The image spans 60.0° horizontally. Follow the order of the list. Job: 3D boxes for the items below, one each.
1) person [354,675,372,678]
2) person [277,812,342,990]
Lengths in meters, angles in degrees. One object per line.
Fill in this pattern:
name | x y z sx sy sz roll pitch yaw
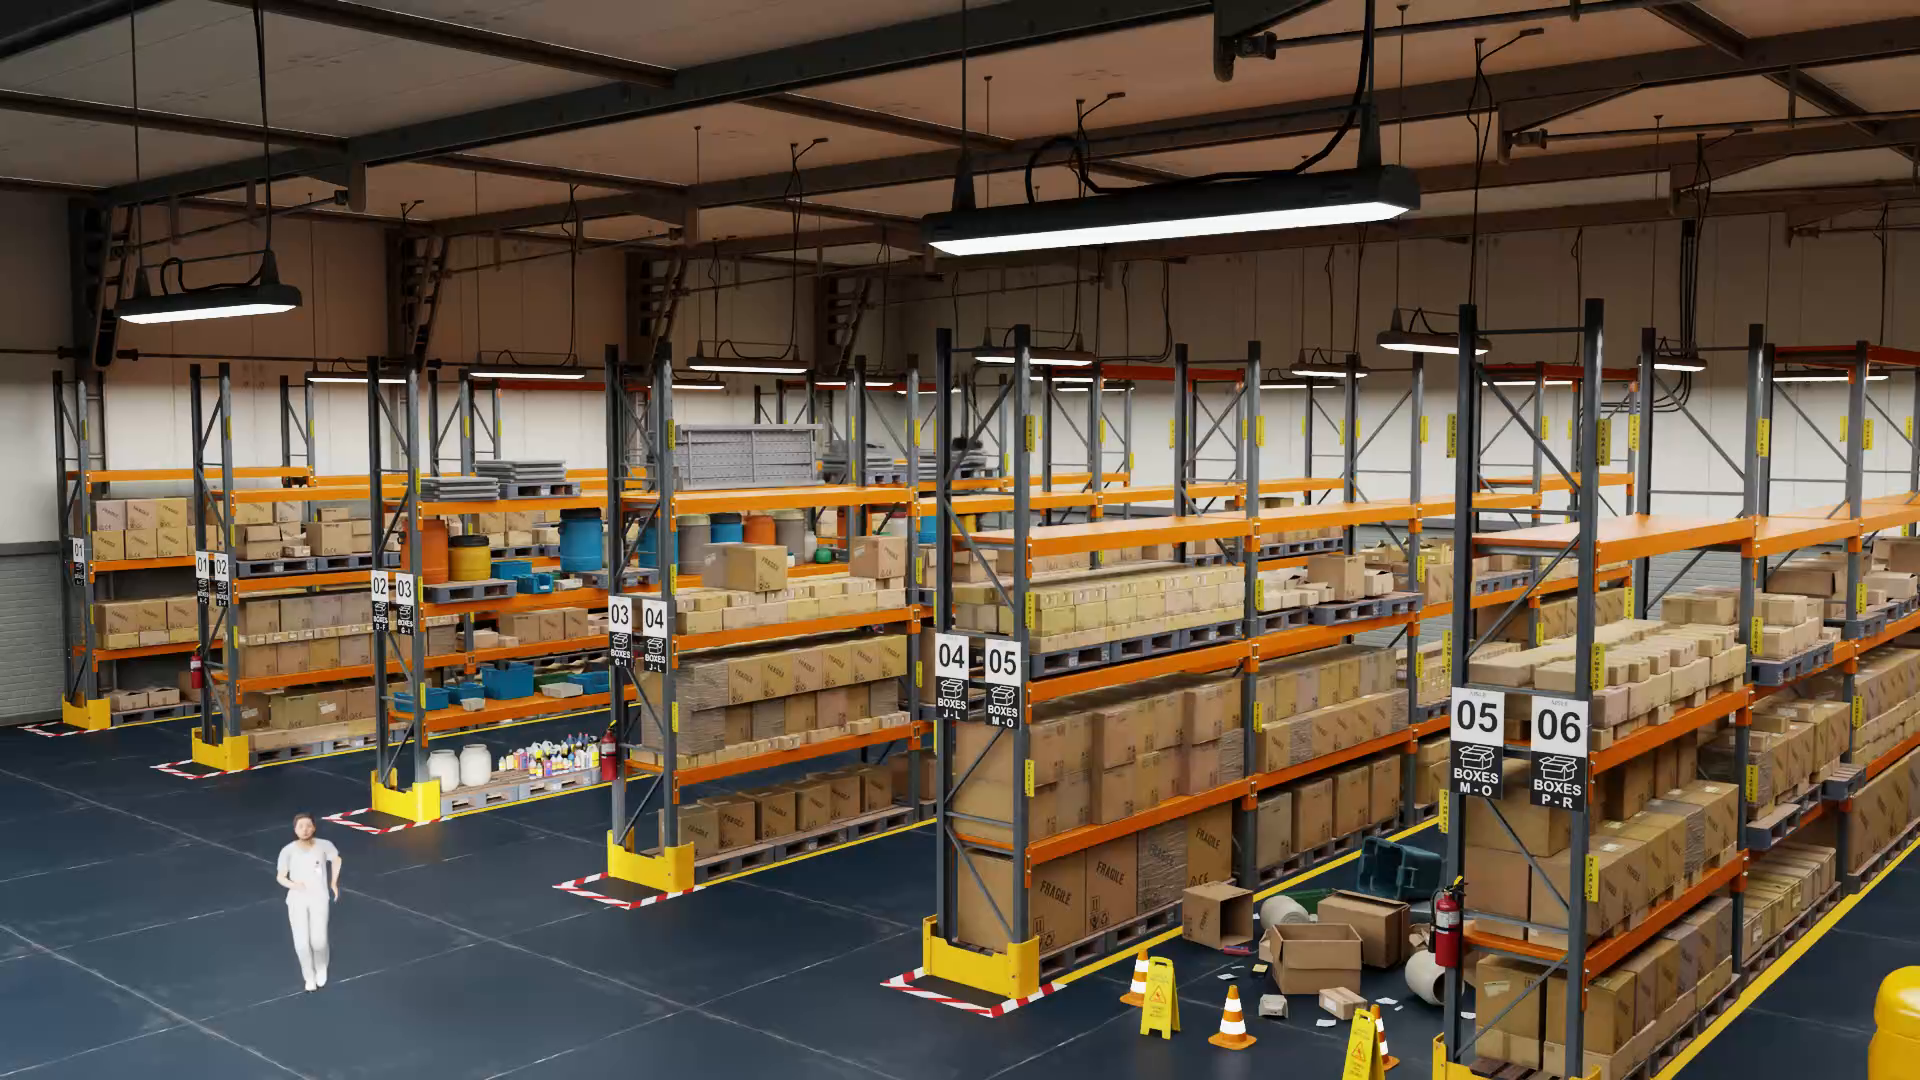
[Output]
person | -10.196 2.269 28.479 0.687 1.735 0.700 3 5 32
person | -5.836 3.259 14.926 0.537 1.632 0.604 -1 4 -19
